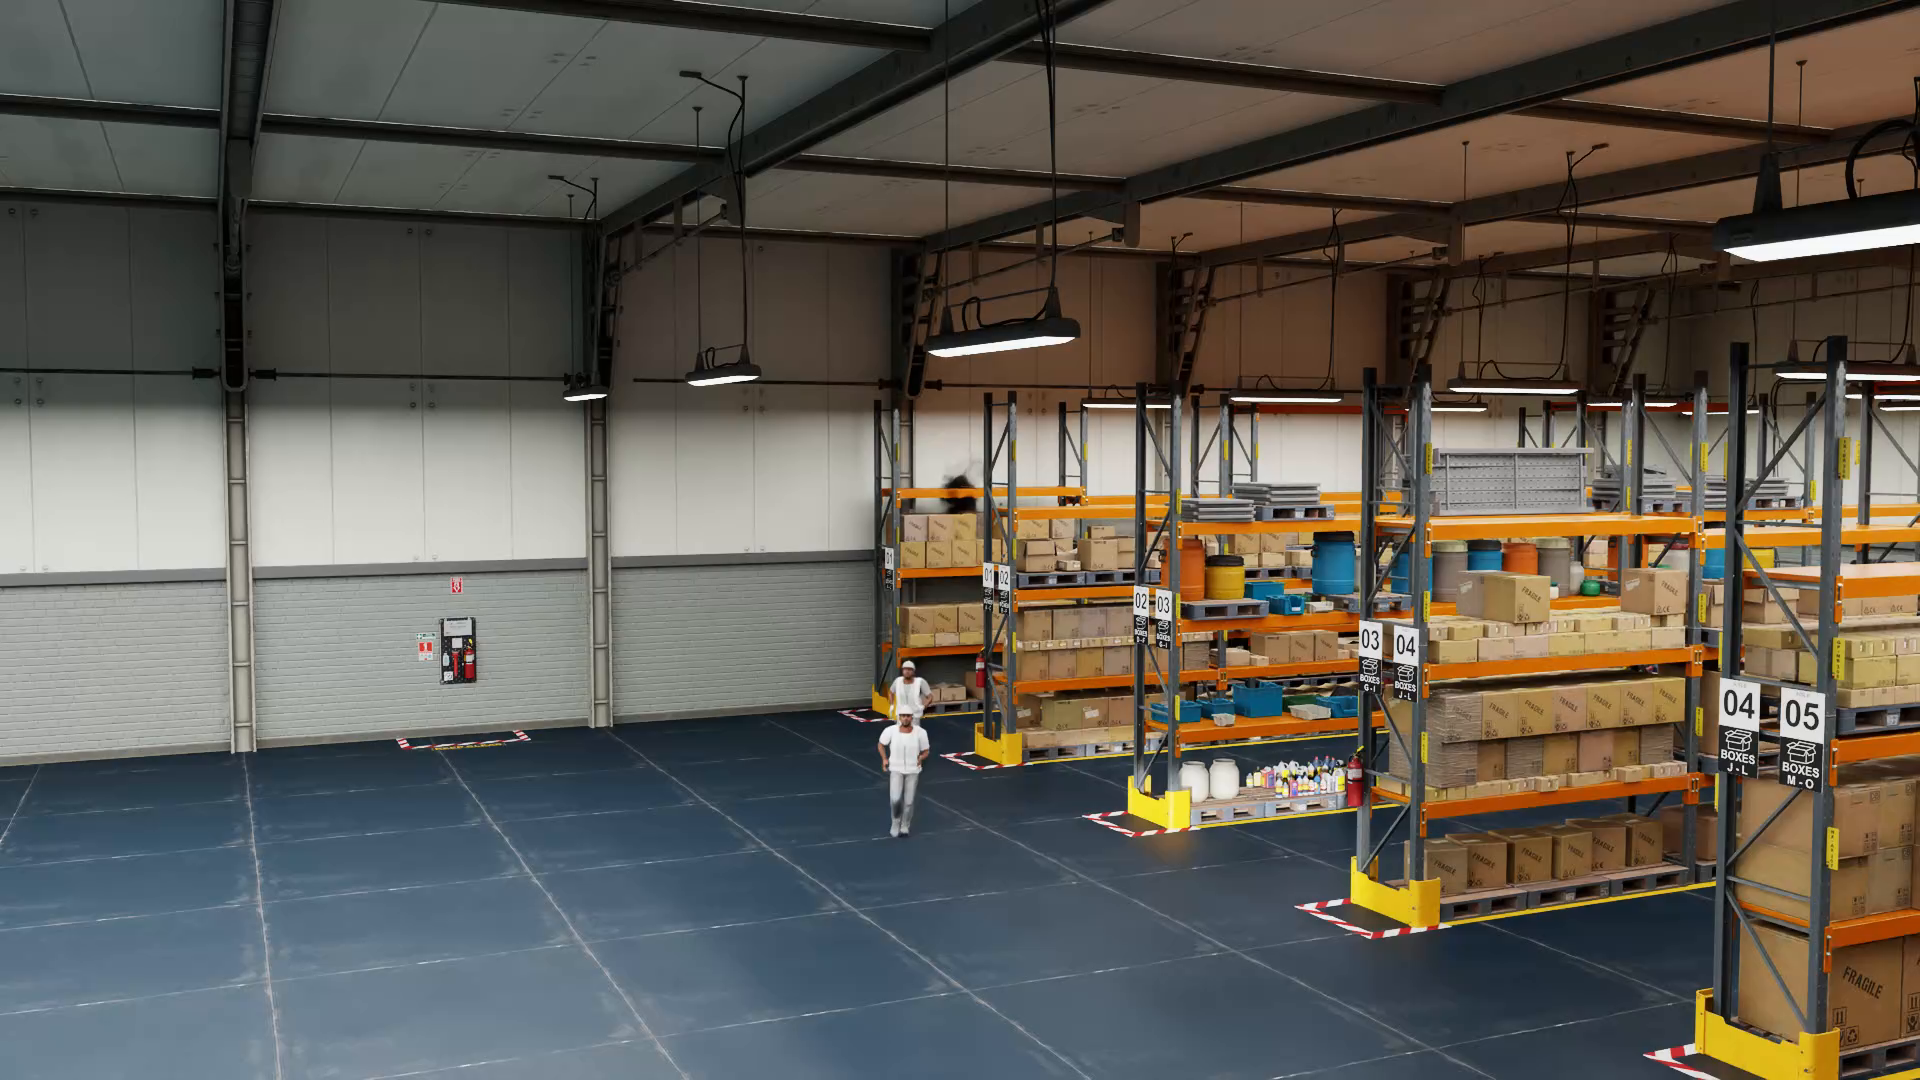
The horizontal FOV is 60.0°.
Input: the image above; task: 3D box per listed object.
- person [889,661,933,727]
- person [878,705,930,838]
[{"bbox_3d":[-0.769,2.764,25.899,0.696,1.799,0.884,0,3,3],"label":"person"},{"bbox_3d":[-0.726,3.026,21.693,0.675,1.746,0.660,0,3,-4],"label":"person"}]
